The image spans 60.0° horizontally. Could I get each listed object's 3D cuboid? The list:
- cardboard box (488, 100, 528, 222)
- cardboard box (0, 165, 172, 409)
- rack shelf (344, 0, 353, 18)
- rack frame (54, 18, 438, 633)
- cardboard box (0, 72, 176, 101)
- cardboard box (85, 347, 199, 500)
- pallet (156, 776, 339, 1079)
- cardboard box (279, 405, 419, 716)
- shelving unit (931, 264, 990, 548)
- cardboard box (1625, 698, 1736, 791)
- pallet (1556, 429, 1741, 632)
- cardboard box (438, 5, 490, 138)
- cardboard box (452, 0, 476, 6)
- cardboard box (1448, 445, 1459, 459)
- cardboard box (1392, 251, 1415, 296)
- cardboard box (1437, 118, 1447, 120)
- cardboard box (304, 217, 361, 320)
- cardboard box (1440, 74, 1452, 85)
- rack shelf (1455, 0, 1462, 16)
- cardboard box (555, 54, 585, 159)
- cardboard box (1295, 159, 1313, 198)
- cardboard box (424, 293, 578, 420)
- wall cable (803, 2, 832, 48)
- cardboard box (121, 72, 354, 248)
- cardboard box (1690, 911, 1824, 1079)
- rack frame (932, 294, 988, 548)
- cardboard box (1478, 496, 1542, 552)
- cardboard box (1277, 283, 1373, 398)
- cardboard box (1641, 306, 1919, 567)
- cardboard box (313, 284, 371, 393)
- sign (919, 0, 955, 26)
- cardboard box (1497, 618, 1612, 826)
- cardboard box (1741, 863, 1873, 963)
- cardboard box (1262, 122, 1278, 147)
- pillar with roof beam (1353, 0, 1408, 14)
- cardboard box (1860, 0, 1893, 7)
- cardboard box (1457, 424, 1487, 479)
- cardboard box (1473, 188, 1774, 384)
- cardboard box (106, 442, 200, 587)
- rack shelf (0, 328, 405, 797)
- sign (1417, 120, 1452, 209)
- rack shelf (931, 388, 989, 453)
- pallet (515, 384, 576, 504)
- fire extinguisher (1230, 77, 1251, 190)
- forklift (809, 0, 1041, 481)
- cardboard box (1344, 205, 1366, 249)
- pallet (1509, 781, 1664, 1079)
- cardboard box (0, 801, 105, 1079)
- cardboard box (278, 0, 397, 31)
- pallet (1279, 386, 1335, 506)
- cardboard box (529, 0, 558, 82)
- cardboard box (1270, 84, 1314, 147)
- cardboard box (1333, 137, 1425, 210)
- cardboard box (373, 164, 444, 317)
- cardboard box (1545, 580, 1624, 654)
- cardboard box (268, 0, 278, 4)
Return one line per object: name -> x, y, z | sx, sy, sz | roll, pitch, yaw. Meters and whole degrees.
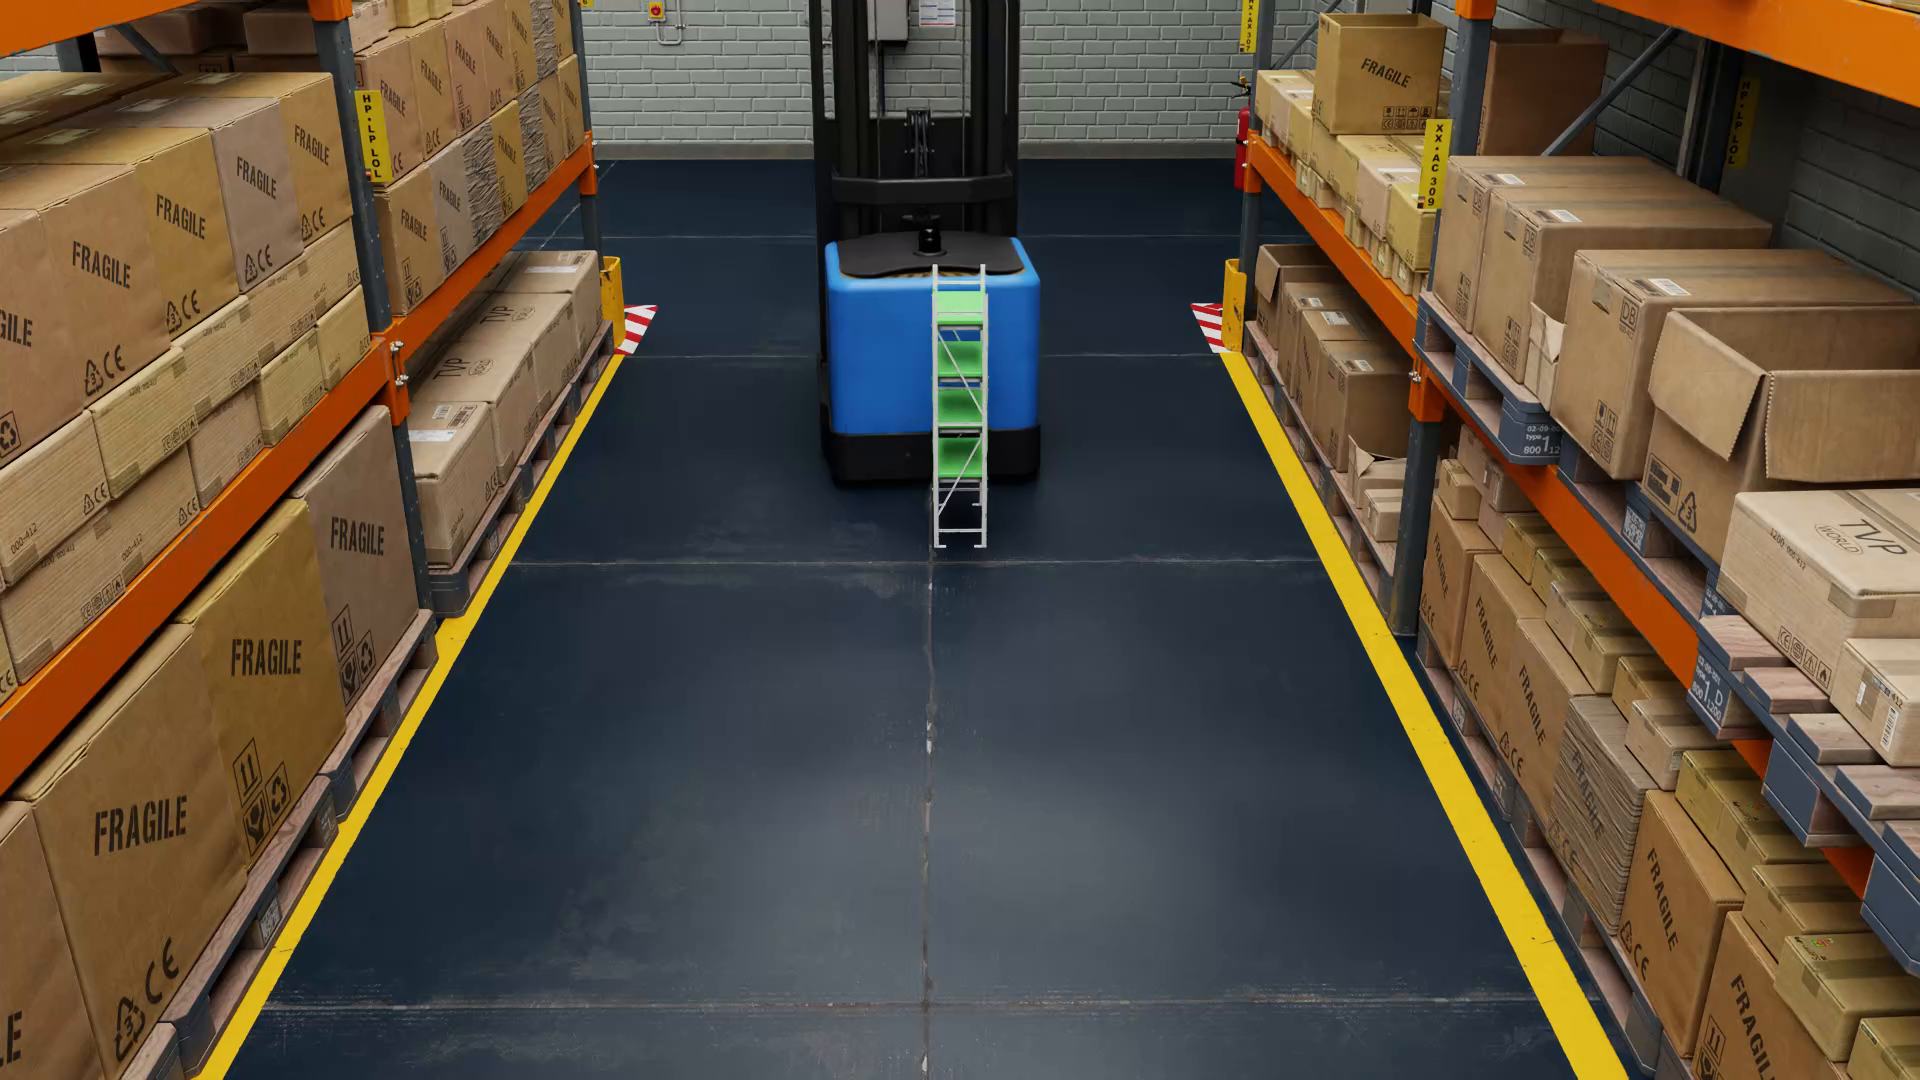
cardboard box -> -2.424, -1.831, 8.037 | 0.500, 0.500, 0.500 | 0, 24, 1
cardboard box -> -2.399, -0.649, 4.210 | 0.500, 0.500, 0.500 | 0, 24, 0
rack shelf -> -2.696, -2.829, 7.599 | 1.077, 0.370, 4.000 | 0, 24, -1
rack frame -> -2.675, -0.966, 6.246 | 1.000, 3.000, 0.127 | 0, 24, -1
cardboard box -> -2.957, -1.285, 5.616 | 0.500, 0.500, 0.500 | 0, 24, 0
cardboard box -> -2.380, -0.315, 4.381 | 0.500, 0.250, 0.500 | 0, 24, 0
pallet -> -2.575, 1.126, 5.005 | 1.003, 0.211, 1.213 | 0, 24, -1
cardboard box -> -2.588, 0.066, 6.034 | 0.875, 0.875, 0.875 | 0, 24, 1
shelving unit -> -0.002, -0.615, 7.654 | 0.258, 1.200, 0.503 | 0, 24, -1
cardboard box -> 2.087, 0.561, 4.606 | 0.380, 0.149, 0.250 | -1, 24, -3
pallet -> 2.307, -0.056, 4.466 | 1.003, 0.211, 1.213 | 0, 24, -1
cardboard box -> -2.431, -2.084, 7.383 | 0.500, 0.500, 0.500 | 0, 24, 0
cardboard box -> -2.416, -2.522, 7.564 | 0.380, 0.149, 0.250 | 0, 24, 0
cardboard box -> 2.513, -0.334, 7.799 | 0.380, 0.149, 0.250 | -1, 24, -1
cardboard box -> 2.008, -1.113, 6.876 | 0.380, 0.149, 0.250 | 0, 24, 1
cardboard box -> 2.526, -1.885, 8.099 | 0.500, 0.250, 0.500 | 0, 24, -1
cardboard box -> -2.427, -0.945, 5.775 | 0.500, 0.250, 0.500 | 0, 24, -1
cardboard box -> 2.515, -2.517, 9.497 | 0.500, 0.250, 0.500 | 0, 24, 1
rack shelf -> 2.267, -2.853, 7.652 | 1.077, 0.370, 4.000 | 0, 24, -1
cardboard box -> -2.448, -2.463, 9.433 | 0.500, 0.500, 0.500 | 0, 24, 0
cardboard box -> 1.939, -1.856, 8.519 | 0.380, 0.149, 0.250 | -1, 24, -2
cardboard box -> -2.593, -0.990, 8.898 | 0.875, 0.438, 0.875 | 0, 24, 1
wall cable -> -1.385, -5.412, 14.843 | 0.588, 1.984, 0.122 | 0, 24, -1
cardboard box -> -2.419, -1.284, 5.615 | 0.500, 0.500, 0.500 | 1, 24, 1
cardboard box -> 2.118, 1.226, 3.923 | 0.500, 0.500, 0.500 | -1, 24, -1
rack frame -> 0.001, -0.514, 7.431 | 0.240, 1.200, 0.015 | 0, 24, -1
cardboard box -> 2.107, -0.075, 6.013 | 0.380, 0.149, 0.250 | -1, 24, -2
cardboard box -> 2.127, -1.086, 9.035 | 0.700, 0.500, 0.500 | 1, 24, 2
cardboard box -> 2.130, -0.252, 4.032 | 0.797, 0.503, 0.637 | -1, 24, -2
cardboard box -> -2.418, -0.714, 5.871 | 0.500, 0.250, 0.500 | -1, 24, -2
sign -> -0.209, -4.932, 15.129 | 0.329, 0.494, 0.001 | 0, 24, -1
cardboard box -> 2.086, 0.583, 5.345 | 0.500, 0.500, 0.500 | -1, 24, -2
cardboard box -> 2.081, 0.887, 3.886 | 0.380, 0.149, 0.250 | -1, 24, -2
cardboard box -> 1.974, -2.387, 9.693 | 0.380, 0.149, 0.250 | 0, 24, -1
pillar with roof beam -> -1.188, -6.468, 11.130 | 9.100, 9.000, 0.400 | 0, 24, -1
cardboard box -> 2.072, -1.264, 3.447 | 0.500, 0.250, 0.500 | 0, 24, -1
cardboard box -> 2.087, -0.325, 6.204 | 0.380, 0.149, 0.250 | -1, 24, -1
cardboard box -> 2.076, -0.813, 5.277 | 0.700, 0.500, 0.500 | 0, 24, 0
cardboard box -> -2.417, -0.084, 4.477 | 0.500, 0.250, 0.500 | 0, 24, -1
rack shelf -> -2.653, 0.186, 4.573 | 1.077, 0.370, 4.000 | 0, 24, -1
sign -> 1.746, -1.379, 6.108 | 0.100, 0.325, 0.005 | 0, 24, -1
rack shelf -> -0.002, -0.557, 7.680 | 0.258, 0.148, 0.480 | 0, 24, -1
pallet -> -2.621, -0.513, 8.629 | 1.003, 0.211, 1.213 | 0, 24, -1
fire extinguisher -> 1.781, -2.492, 10.166 | 0.296, 0.674, 0.183 | 0, 24, -1
forklift -> -0.259, -2.201, 9.060 | 1.130, 2.935, 3.031 | -2, 24, -5
cardboard box -> 1.975, -1.433, 7.584 | 0.380, 0.149, 0.250 | -1, 24, -1
pallet -> 2.352, 1.119, 5.019 | 1.003, 0.211, 1.213 | 0, 24, -1
cardboard box -> -2.555, 1.174, 3.584 | 0.875, 0.875, 0.875 | 0, 24, -1
cardboard box -> -2.482, -2.105, 6.642 | 0.380, 0.149, 0.250 | -1, 24, -1
pallet -> 2.266, -0.506, 8.614 | 1.003, 0.211, 1.213 | 0, 24, -1
cardboard box -> -2.440, -2.703, 8.751 | 0.500, 0.500, 0.500 | 0, 24, 0
cardboard box -> 1.986, -2.310, 9.038 | 0.500, 0.250, 0.500 | 0, 24, 0
cardboard box -> 2.027, -1.678, 7.641 | 0.500, 0.250, 0.500 | 0, 24, -1
cardboard box -> -2.418, -1.206, 6.656 | 0.500, 0.500, 0.500 | 1, 24, 1
cardboard box -> 2.103, 0.246, 5.302 | 0.380, 0.149, 0.250 | 0, 24, -1
cardboard box -> -2.883, -2.100, 6.632 | 0.380, 0.149, 0.250 | 0, 24, 0
